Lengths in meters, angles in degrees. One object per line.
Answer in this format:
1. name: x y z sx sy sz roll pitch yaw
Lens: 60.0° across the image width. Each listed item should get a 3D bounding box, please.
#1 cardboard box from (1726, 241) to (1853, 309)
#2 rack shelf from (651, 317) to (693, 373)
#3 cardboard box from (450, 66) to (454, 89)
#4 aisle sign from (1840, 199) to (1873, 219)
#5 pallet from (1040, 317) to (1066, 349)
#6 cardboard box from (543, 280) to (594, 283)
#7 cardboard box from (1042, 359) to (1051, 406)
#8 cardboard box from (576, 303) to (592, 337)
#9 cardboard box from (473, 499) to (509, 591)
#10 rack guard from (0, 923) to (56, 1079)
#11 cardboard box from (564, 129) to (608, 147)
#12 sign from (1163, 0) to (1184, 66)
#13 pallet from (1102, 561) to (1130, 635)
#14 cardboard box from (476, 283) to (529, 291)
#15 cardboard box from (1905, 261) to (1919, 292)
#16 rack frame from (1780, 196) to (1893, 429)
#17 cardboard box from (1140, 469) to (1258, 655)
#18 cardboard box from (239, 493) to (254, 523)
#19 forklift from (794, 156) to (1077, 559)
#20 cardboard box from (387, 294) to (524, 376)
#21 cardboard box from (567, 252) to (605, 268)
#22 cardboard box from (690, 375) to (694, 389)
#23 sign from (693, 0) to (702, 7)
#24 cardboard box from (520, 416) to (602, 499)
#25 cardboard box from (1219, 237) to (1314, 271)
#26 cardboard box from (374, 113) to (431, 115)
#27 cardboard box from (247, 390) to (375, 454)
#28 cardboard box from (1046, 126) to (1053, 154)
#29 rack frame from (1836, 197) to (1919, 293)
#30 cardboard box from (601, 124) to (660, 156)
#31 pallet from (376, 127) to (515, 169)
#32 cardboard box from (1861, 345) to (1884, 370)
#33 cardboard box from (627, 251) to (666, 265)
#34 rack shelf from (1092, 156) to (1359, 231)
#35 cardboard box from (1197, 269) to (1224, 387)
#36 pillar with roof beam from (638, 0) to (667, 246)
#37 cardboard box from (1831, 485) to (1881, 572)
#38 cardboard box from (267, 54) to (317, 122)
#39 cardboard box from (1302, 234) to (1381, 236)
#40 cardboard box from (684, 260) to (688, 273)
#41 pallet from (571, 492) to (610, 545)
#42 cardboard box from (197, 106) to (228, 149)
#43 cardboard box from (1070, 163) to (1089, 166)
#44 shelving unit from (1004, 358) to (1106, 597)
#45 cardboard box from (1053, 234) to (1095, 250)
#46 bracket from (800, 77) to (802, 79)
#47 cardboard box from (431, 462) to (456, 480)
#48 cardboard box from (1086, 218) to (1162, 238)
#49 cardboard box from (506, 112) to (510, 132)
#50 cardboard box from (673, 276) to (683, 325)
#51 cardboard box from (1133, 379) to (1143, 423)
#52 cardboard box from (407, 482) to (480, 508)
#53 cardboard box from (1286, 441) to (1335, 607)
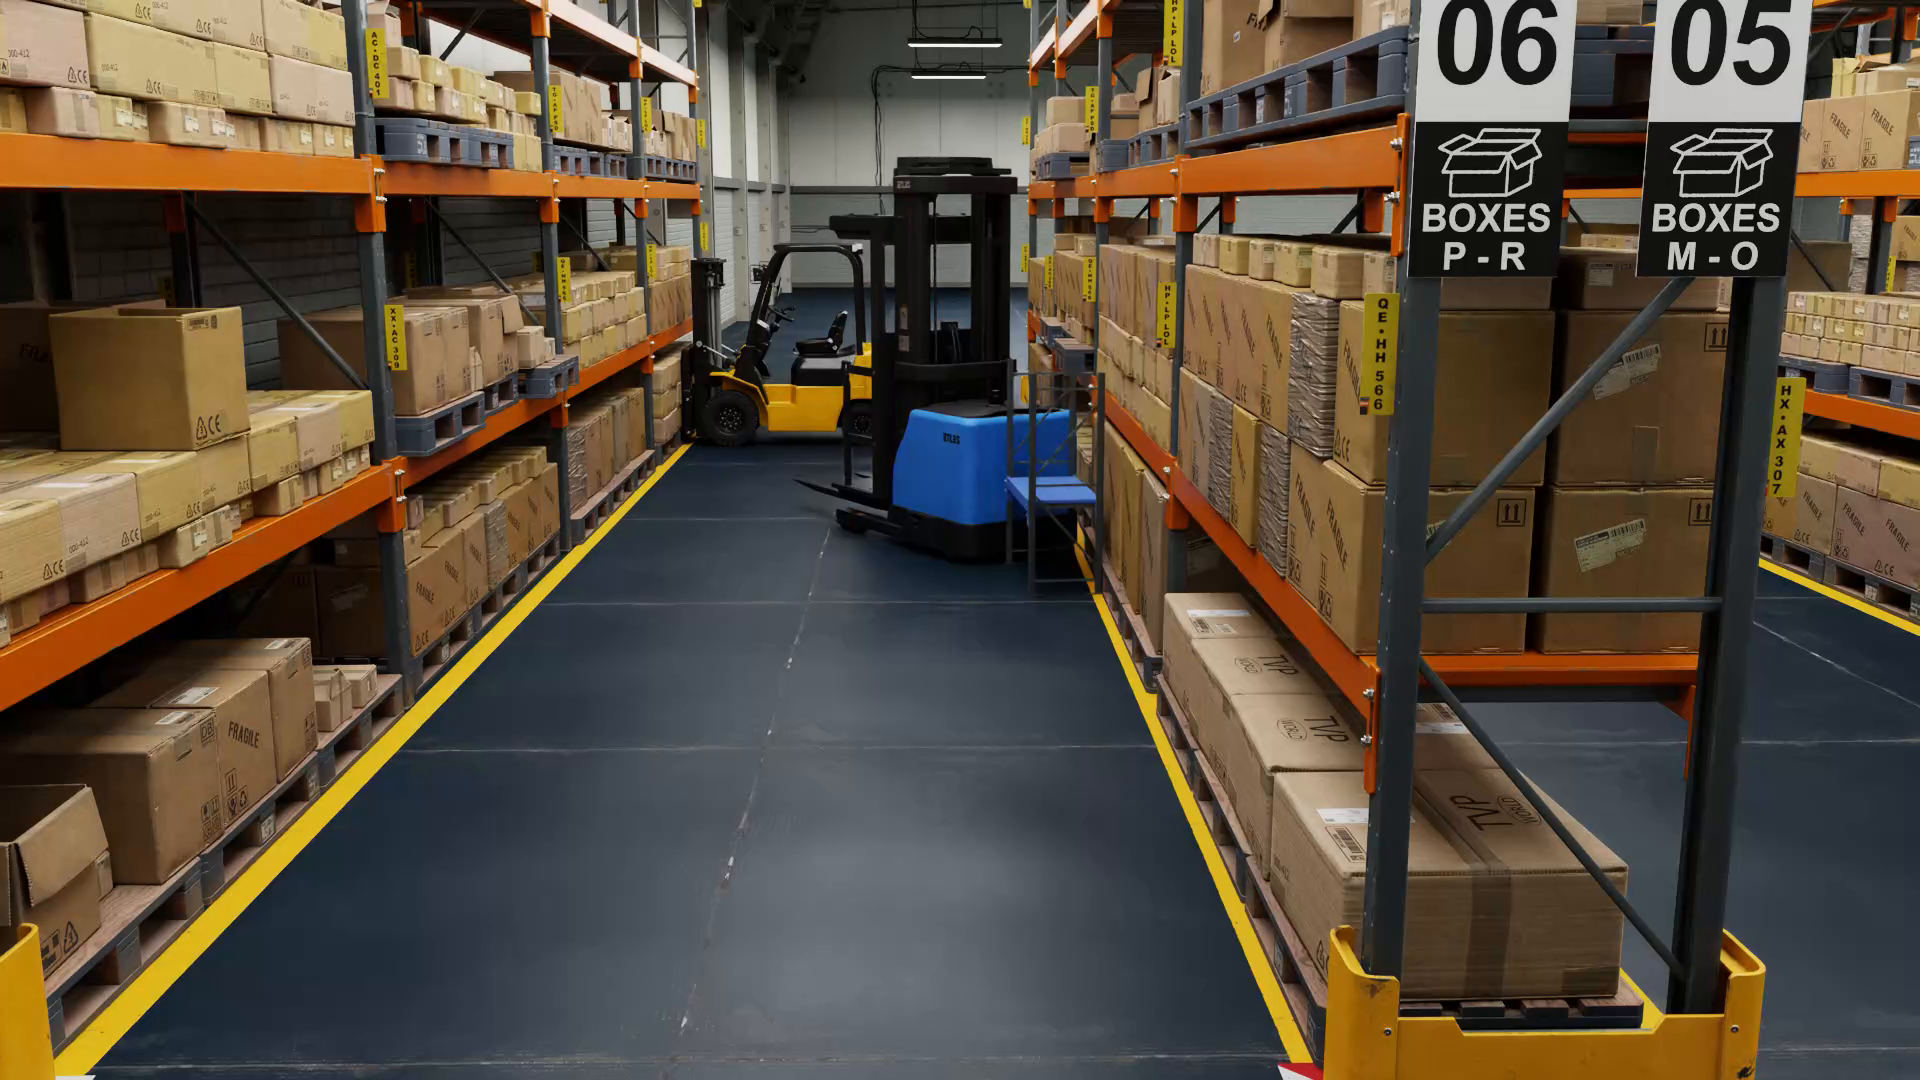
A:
1. cardboard box: 6.452 -2.071 12.959 0.700 0.500 0.500 0 11 -1
2. rack shelf: -3.582 -2.222 18.275 1.077 0.370 4.000 0 11 -1
3. cardboard box: -3.078 -2.600 9.363 0.380 0.149 0.250 0 11 0
4. aisle sign: 10.946 -4.319 20.264 0.394 0.787 0.004 0 11 -1
5. pallet: 1.292 -1.951 15.615 1.003 0.211 1.213 0 11 -1
6. cardboard box: -3.309 -2.121 14.086 0.380 0.149 0.250 0 11 -1
7. cardboard box: 1.129 -1.641 17.578 0.500 0.500 0.500 0 11 0
8. cardboard box: -3.232 -1.742 13.220 0.500 0.250 0.500 0 11 1
9. cardboard box: -3.192 0.028 10.610 0.500 0.500 0.500 -1 11 -3
10. rack guard: -3.294 1.419 4.809 1.175 0.500 0.348 0 11 -1
11. cardboard box: -3.199 -3.408 14.092 0.380 0.149 0.250 0 11 -2
12. sign: 1.045 -2.481 8.108 0.100 0.325 0.005 0 11 -1
13. pallet: 1.468 0.363 10.740 1.003 0.211 1.213 0 11 -1
14. cardboard box: -3.731 -2.016 13.571 0.380 0.149 0.250 0 11 -1
15. cardboard box: 11.328 -2.921 18.911 0.875 0.500 0.500 0 11 -1
16. rack frame: 6.451 -1.443 12.628 1.000 3.000 0.127 0 11 -1
17. cardboard box: 1.494 0.105 9.285 0.875 0.875 0.875 0 11 1
18. cardboard box: -3.155 -0.143 6.852 0.380 0.149 0.250 0 11 0
19. forklift: -0.346 -1.540 13.278 1.130 2.935 3.031 -8 14 -33
20. cardboard box: -3.240 -1.314 10.677 0.797 0.503 0.637 -1 11 -2
21. cardboard box: -3.832 -2.854 16.952 0.380 0.149 0.250 0 11 -2
22. cardboard box: -3.270 -1.777 18.878 0.500 0.250 0.500 0 11 -2
23. sign: -3.081 -6.408 19.463 0.100 0.325 0.005 0 11 -1
24. cardboard box: -3.479 -0.677 13.771 0.875 0.625 0.625 0 11 1
25. cardboard box: 1.347 -1.249 7.276 0.380 0.149 0.250 0 11 -2
26. cardboard box: -3.058 -2.351 8.882 0.380 0.149 0.250 0 11 -1
27. cardboard box: -3.121 -0.558 7.897 0.500 0.250 0.500 0 11 0
28. cardboard box: 1.044 -3.582 14.946 0.500 0.250 0.500 0 11 -2
29. rack frame: 11.247 -3.034 20.468 1.000 3.000 0.127 0 11 -1
30. cardboard box: -3.314 -4.024 16.723 0.500 0.311 0.500 0 11 0
31. pallet: -3.343 -2.300 9.782 1.213 0.211 1.003 0 11 -1
32. cardboard box: 6.285 -1.223 11.116 0.380 0.149 0.250 0 11 1
33. cardboard box: -3.296 -2.959 17.471 0.380 0.149 0.250 0 11 -2
34. rack shelf: 1.546 -2.123 10.243 1.077 0.370 4.000 0 11 -1
35. cardboard box: 1.359 -0.951 7.434 0.500 0.500 0.500 0 11 -2
36. pillar with roof beam: -0.330 -6.980 24.832 9.100 9.000 0.400 0 11 -1
37. cardboard box: 6.240 -0.080 11.141 0.500 0.500 0.500 -1 11 -3
38. cardboard box: -3.094 -1.931 7.116 0.500 0.250 0.500 -1 11 -3
39. cardboard box: 1.809 -1.352 7.780 0.380 0.149 0.250 0 11 0
40. cardboard box: -3.357 -3.168 19.250 0.380 0.149 0.250 0 11 0
41. pallet: -3.436 -0.179 13.409 1.003 0.211 1.213 0 11 -1
42. cardboard box: -3.011 -1.557 6.278 0.380 0.149 0.250 0 11 0
43. cardboard box: 1.143 -3.827 16.464 0.500 0.250 0.500 0 11 -2
44. shelving unit: 0.647 -0.460 11.556 0.538 1.500 1.048 -1 12 -7
45. cardboard box: 1.078 -2.821 15.734 0.380 0.149 0.250 0 11 -1
46. bracket: -4.820 -13.935 50.060 0.076 0.066 3.189 0 11 -1
47. cardboard box: -3.695 -0.473 11.447 0.380 0.149 0.250 0 11 0
48. cardboard box: 1.629 -2.971 16.645 0.700 0.500 0.500 0 11 -2
49. cardboard box: -3.244 -2.800 11.147 0.380 0.149 0.250 0 11 0
50. cardboard box: -3.317 -2.619 18.174 0.500 0.500 0.500 0 11 -1
51. cardboard box: 1.325 -0.824 9.953 0.500 0.250 0.500 -1 11 -3
52. cardboard box: -3.241 -0.270 10.447 0.380 0.149 0.250 0 11 -1
53. cardboard box: 1.400 -0.056 5.540 0.500 0.500 0.500 0 11 -2
